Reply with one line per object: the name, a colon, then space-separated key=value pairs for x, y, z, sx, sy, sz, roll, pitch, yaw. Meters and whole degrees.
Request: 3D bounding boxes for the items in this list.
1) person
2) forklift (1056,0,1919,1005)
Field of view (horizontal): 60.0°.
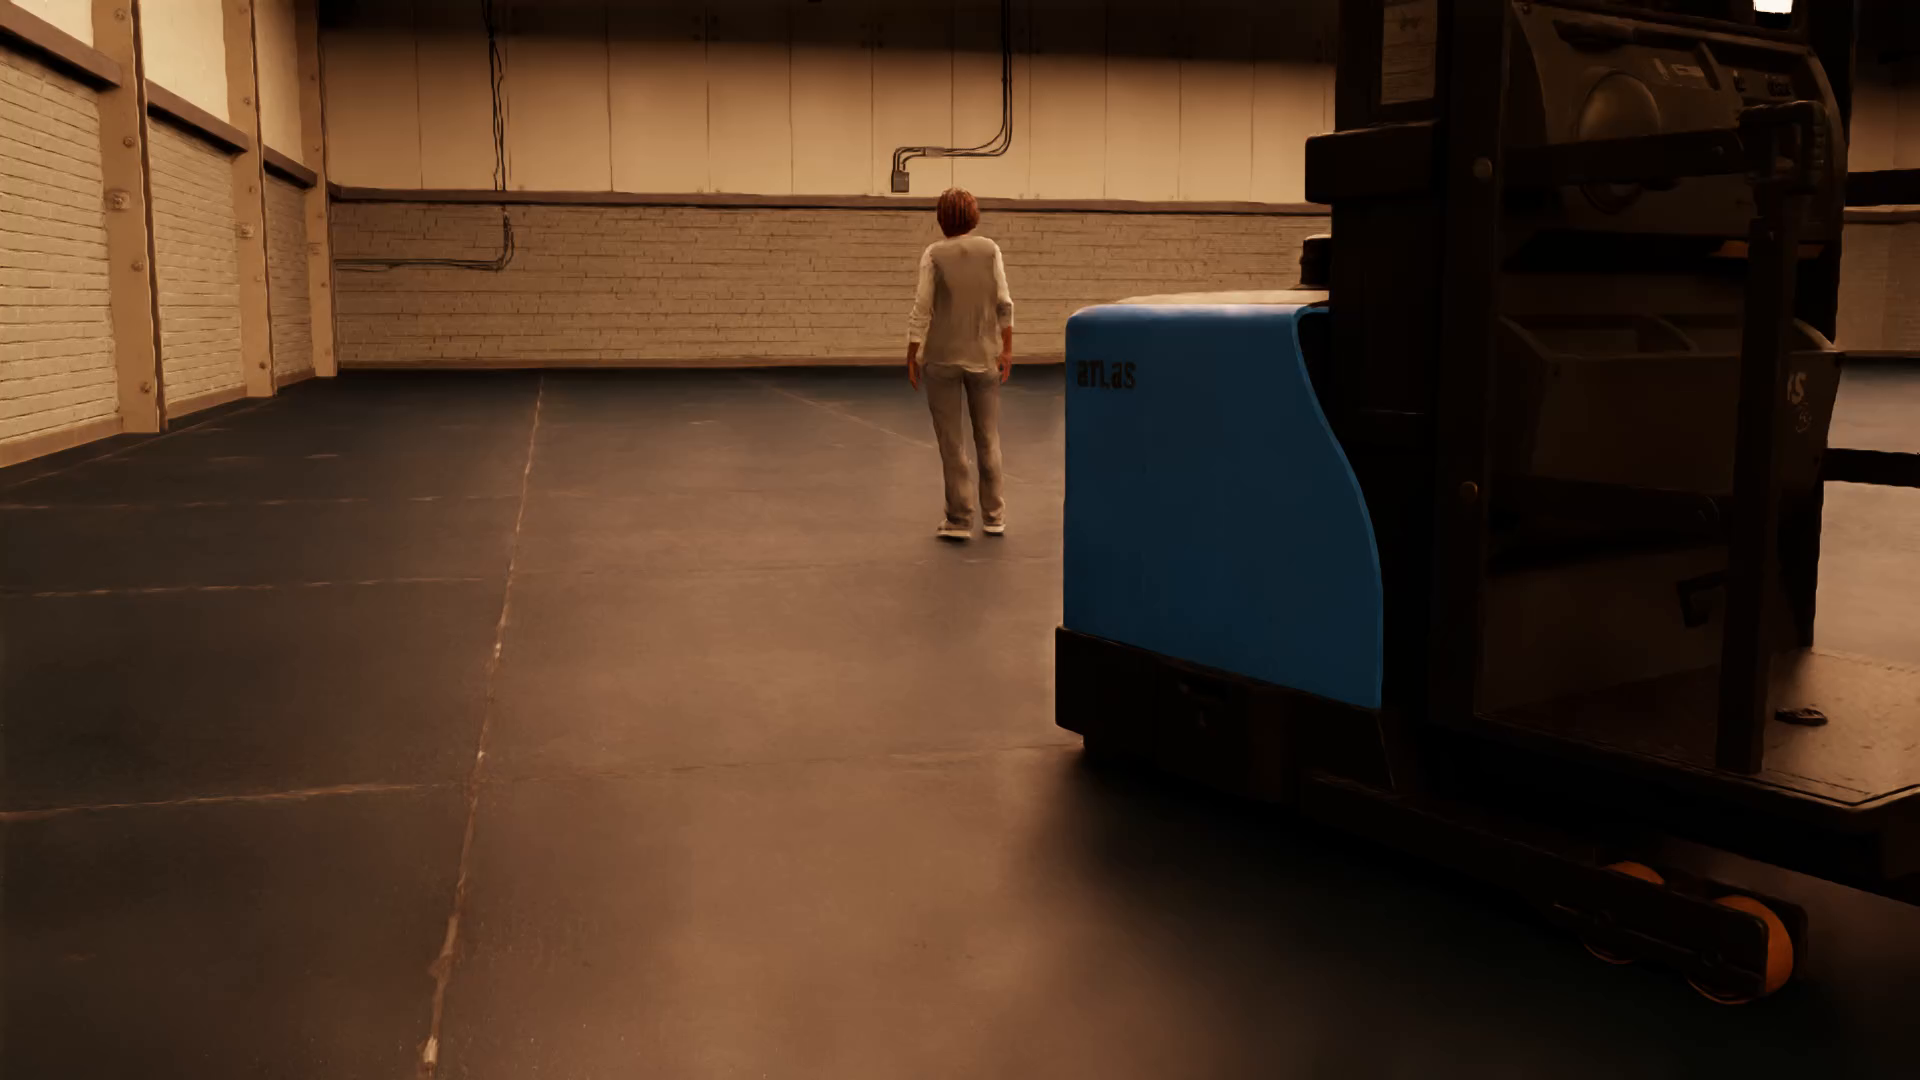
person: x=-0.004 y=-0.808 z=7.670 sx=0.521 sy=1.597 sz=0.474 roll=-2 pitch=8 yaw=-13
forklift: x=1.466 y=-0.807 z=2.903 sx=1.130 sy=2.935 sz=3.031 roll=-5 pitch=10 yaw=-33
